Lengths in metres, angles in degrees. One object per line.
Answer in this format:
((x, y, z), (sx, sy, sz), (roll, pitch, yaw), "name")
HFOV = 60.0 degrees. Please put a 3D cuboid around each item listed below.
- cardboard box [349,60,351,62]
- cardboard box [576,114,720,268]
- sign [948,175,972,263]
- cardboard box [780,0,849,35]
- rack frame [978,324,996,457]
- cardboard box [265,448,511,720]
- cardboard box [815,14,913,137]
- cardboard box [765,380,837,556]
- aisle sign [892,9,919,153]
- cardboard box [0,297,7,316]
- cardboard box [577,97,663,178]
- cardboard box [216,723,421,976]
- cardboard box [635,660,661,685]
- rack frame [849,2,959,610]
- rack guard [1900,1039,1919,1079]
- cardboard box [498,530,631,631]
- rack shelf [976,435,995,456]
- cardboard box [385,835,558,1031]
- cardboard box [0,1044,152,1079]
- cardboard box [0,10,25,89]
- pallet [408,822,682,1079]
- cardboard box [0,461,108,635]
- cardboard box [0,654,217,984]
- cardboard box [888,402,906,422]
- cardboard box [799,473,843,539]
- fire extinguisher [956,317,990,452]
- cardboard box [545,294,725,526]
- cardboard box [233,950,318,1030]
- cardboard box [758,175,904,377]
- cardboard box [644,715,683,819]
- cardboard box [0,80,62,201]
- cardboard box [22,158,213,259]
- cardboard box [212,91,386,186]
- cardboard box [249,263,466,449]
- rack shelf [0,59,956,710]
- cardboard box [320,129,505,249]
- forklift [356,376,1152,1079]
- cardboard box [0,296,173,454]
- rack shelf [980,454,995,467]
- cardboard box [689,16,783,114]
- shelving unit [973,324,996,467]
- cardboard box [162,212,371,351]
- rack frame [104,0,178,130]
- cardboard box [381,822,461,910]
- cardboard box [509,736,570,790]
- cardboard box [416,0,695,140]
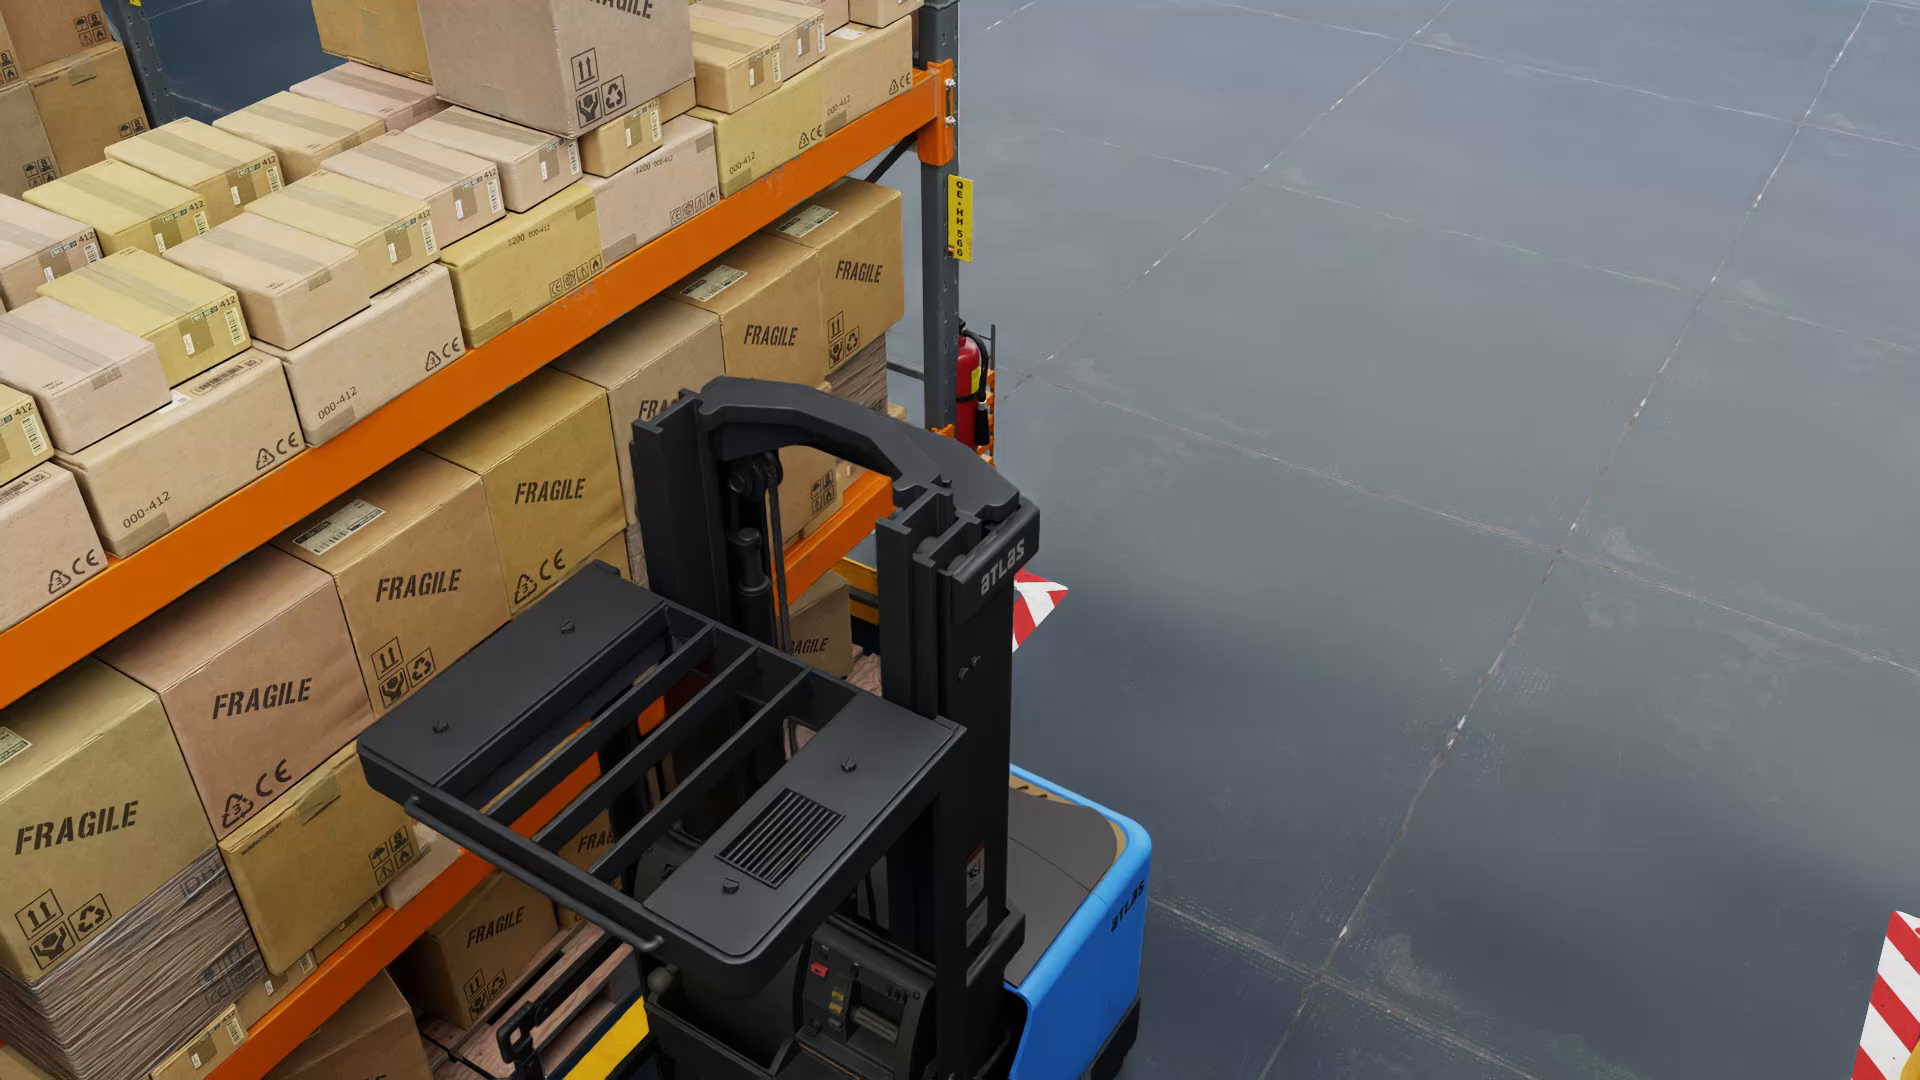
((-1.525, -1.333, 4.801), (0.380, 0.149, 0.250), (19, 42, 23), "cardboard box")
((-1.048, -1.049, 4.760), (0.500, 0.250, 0.500), (22, 43, 26), "cardboard box")
((0.001, -1.164, 6.035), (0.100, 0.325, 0.005), (21, 42, 25), "sign")
((-0.581, -1.718, 5.300), (0.380, 0.149, 0.250), (20, 42, 24), "cardboard box")
((0.057, -0.530, 7.894), (0.240, 1.200, 0.006), (21, 42, 25), "rack frame")
((-1.609, 0.072, 4.495), (0.500, 0.500, 0.500), (21, 42, 25), "cardboard box")
((-0.501, -1.569, 5.434), (0.500, 0.250, 0.500), (22, 43, 26), "cardboard box")
((-0.941, -0.358, 5.871), (0.875, 0.500, 0.500), (21, 42, 25), "cardboard box")
((-0.171, -1.736, 5.855), (0.394, 0.787, 0.004), (21, 42, 25), "aisle sign")
((-2.388, -0.524, 3.752), (0.380, 0.149, 0.250), (19, 42, 23), "cardboard box")
((-1.046, -1.145, 4.557), (0.380, 0.149, 0.250), (19, 42, 23), "cardboard box")
((-2.009, 0.675, 4.532), (0.875, 0.500, 0.500), (21, 42, 25), "cardboard box")
((-1.150, 0.349, 5.485), (0.380, 0.149, 0.250), (21, 42, 25), "cardboard box")
((-0.457, -0.772, 6.734), (1.000, 3.000, 0.127), (21, 42, 25), "rack frame")
((3.724, 1.893, 5.325), (1.175, 0.500, 0.348), (21, 42, 25), "rack guard")
((-1.524, 0.140, 5.226), (0.875, 0.500, 0.500), (21, 42, 25), "cardboard box")
((0.008, -0.448, 7.860), (0.258, 0.103, 0.180), (21, 42, 25), "rack shelf")
((-1.785, 1.277, 5.780), (0.500, 0.500, 0.500), (17, 41, 21), "cardboard box")
((-2.231, 1.377, 4.152), (0.380, 0.149, 0.250), (21, 42, 25), "cardboard box")
((-5.039, -2.441, 7.892), (0.875, 0.550, 0.550), (21, 42, 25), "cardboard box")
((-1.617, 1.405, 6.194), (1.003, 0.211, 1.213), (21, 42, 25), "pallet")
((-2.143, 0.013, 3.382), (0.500, 0.250, 0.500), (20, 42, 23), "cardboard box")
((-2.144, 0.588, 3.826), (0.500, 0.500, 0.500), (21, 42, 25), "cardboard box")
((-0.435, -0.458, 6.533), (0.380, 0.149, 0.250), (21, 42, 25), "cardboard box")
((-0.660, -0.184, 6.177), (0.380, 0.149, 0.250), (21, 42, 25), "cardboard box")
((-0.007, -0.650, 6.639), (0.296, 0.674, 0.183), (21, 42, 25), "fire extinguisher")
((-1.076, -0.445, 5.165), (0.500, 0.500, 0.500), (21, 42, 25), "cardboard box")
((-1.975, 1.114, 4.493), (0.380, 0.149, 0.250), (21, 42, 25), "cardboard box")
((-0.543, -0.961, 5.835), (0.500, 0.500, 0.500), (21, 42, 25), "cardboard box")
((-1.097, 0.687, 6.544), (0.500, 0.500, 0.500), (-29, 46, -32), "cardboard box")
((-5.028, -2.009, 8.216), (0.875, 0.550, 0.550), (21, 42, 25), "cardboard box")
((-2.062, -0.784, 4.089), (0.380, 0.149, 0.250), (23, 43, 27), "cardboard box")
((-1.749, -1.050, 4.434), (0.380, 0.149, 0.250), (20, 42, 24), "cardboard box")
((-1.588, -0.514, 4.065), (0.500, 0.250, 0.500), (19, 42, 23), "cardboard box")
((-1.529, -0.644, 4.701), (1.077, 0.370, 4.000), (21, 42, 25), "rack shelf")
((-1.390, -0.892, 4.229), (0.380, 0.149, 0.250), (22, 43, 26), "cardboard box")
((-0.605, 1.193, 4.241), (1.130, 2.935, 3.031), (22, 43, 26), "forklift")
((-1.917, -0.356, 3.534), (0.380, 0.149, 0.250), (21, 43, 25), "cardboard box")
((0.008, -0.353, 7.933), (0.258, 0.103, 0.180), (21, 42, 25), "rack shelf")
((-0.749, -1.403, 4.893), (0.380, 0.149, 0.250), (21, 43, 25), "cardboard box")
((0.008, -0.483, 7.833), (0.258, 1.200, 0.189), (21, 42, 25), "shelving unit")
((-1.606, -0.605, 3.857), (0.380, 0.149, 0.250), (20, 42, 24), "cardboard box")
((-4.591, -2.447, 8.906), (1.000, 3.000, 0.127), (21, 42, 25), "rack frame")
((-1.681, 0.867, 4.814), (0.380, 0.149, 0.250), (21, 42, 25), "cardboard box")
((-1.439, 0.599, 5.161), (0.380, 0.149, 0.250), (21, 42, 25), "cardboard box")
((-1.074, -1.434, 4.401), (0.500, 0.500, 0.500), (21, 42, 25), "cardboard box")
